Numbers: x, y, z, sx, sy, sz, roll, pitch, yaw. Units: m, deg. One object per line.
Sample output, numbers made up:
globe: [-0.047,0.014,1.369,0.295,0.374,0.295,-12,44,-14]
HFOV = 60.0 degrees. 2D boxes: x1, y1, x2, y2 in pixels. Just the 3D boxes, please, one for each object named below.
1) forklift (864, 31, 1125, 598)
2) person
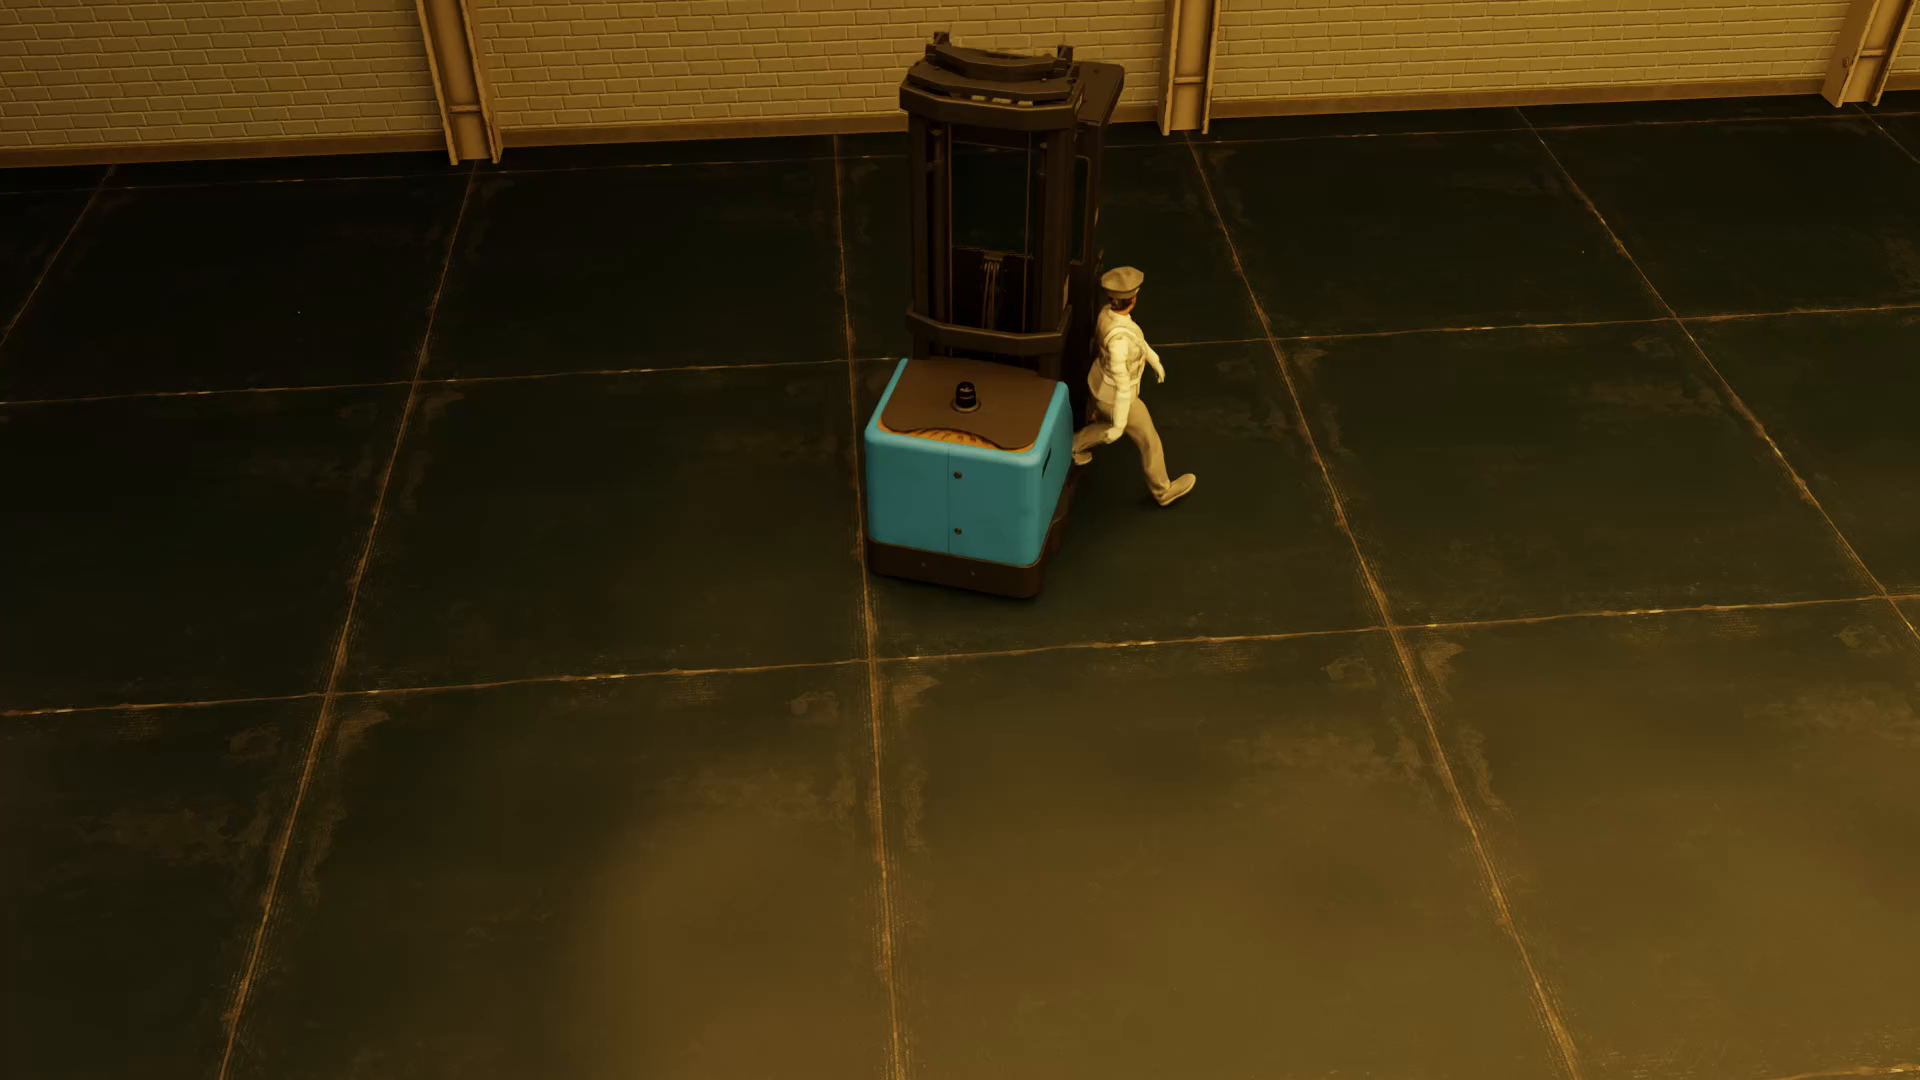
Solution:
forklift: [0.313,-1.743,9.975,1.130,2.935,3.031,10,41,11]
person: [1.016,-0.867,9.982,0.883,1.605,0.603,-8,41,-10]
